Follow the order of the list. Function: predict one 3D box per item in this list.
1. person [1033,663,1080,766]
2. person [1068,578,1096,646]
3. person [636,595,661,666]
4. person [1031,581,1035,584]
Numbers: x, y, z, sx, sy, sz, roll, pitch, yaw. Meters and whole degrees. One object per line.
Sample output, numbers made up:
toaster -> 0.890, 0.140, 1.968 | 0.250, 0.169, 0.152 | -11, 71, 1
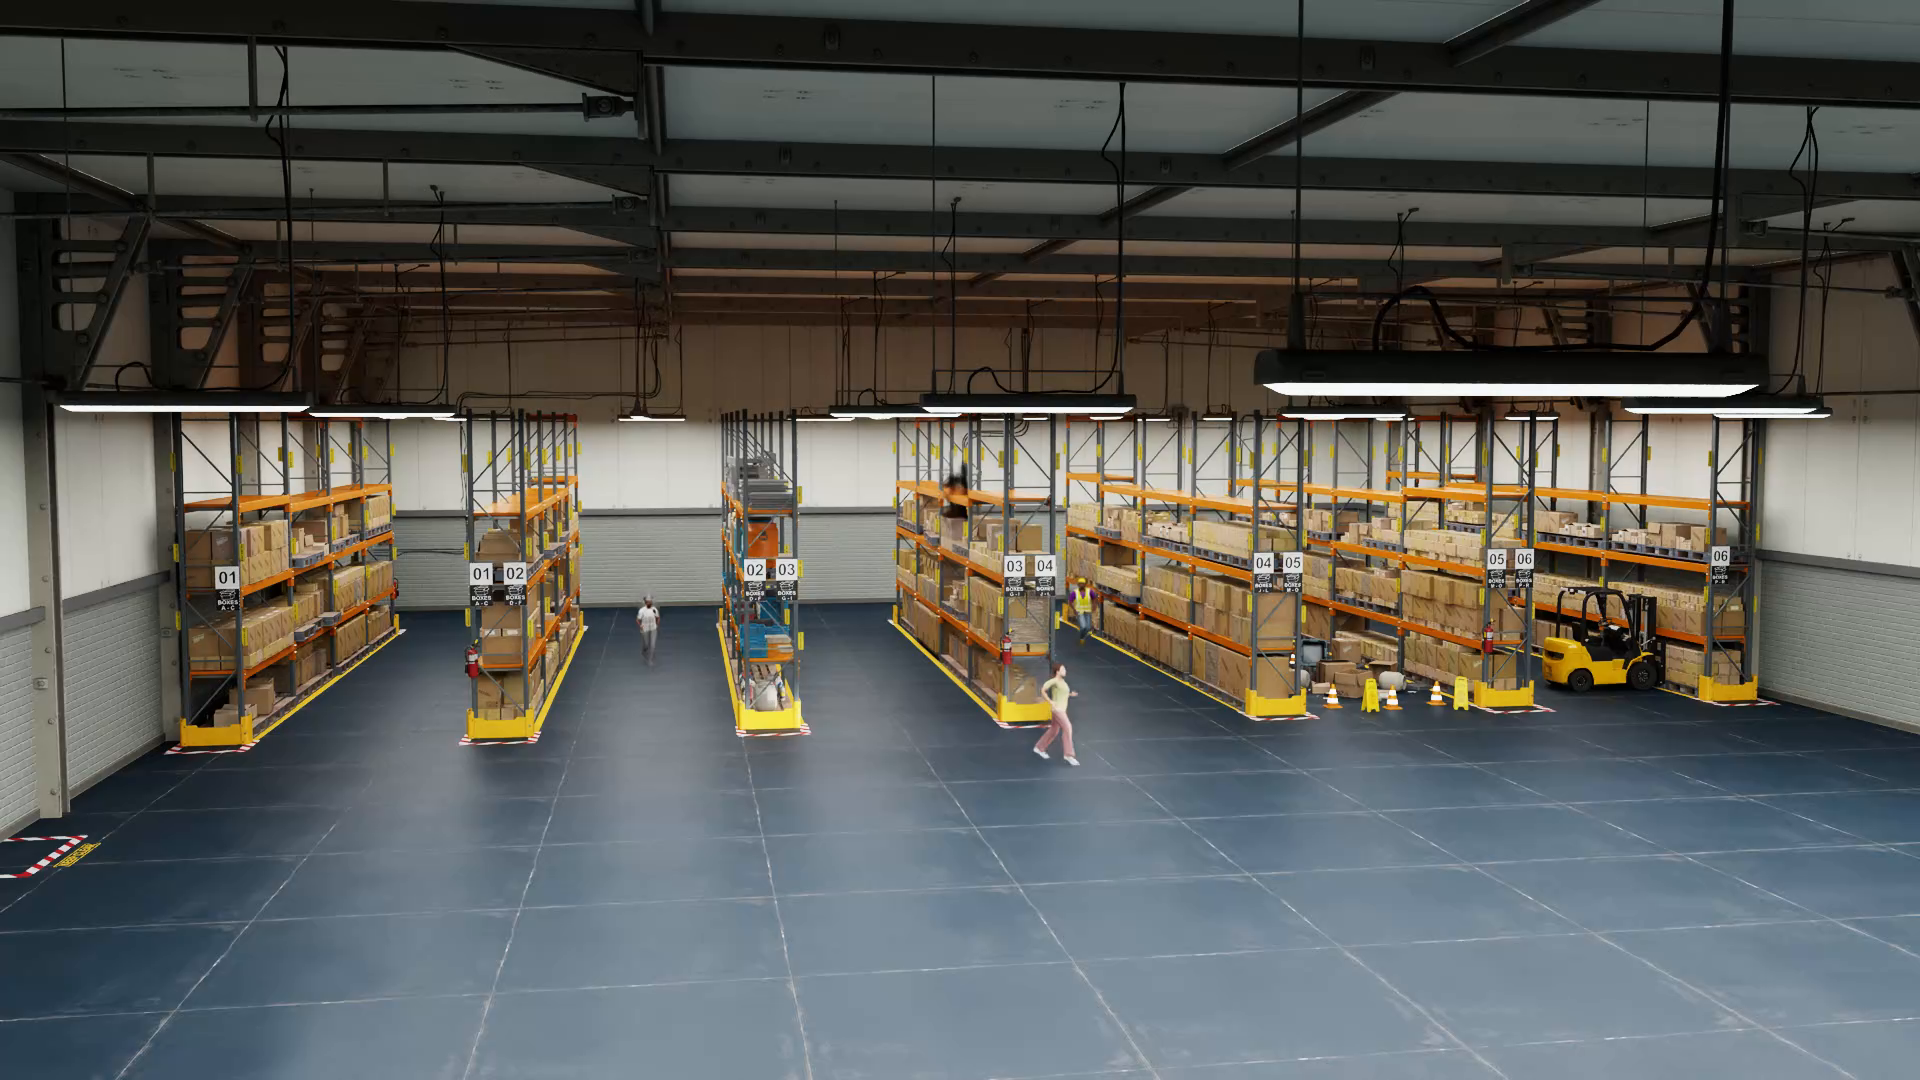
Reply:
person -> 1.640, 2.926, 28.087 | 0.845, 1.715, 0.566 | 1, 4, 17
person -> 3.058, 1.804, 41.377 | 0.699, 1.723, 0.560 | 0, 4, -5
person -> -7.406, 2.144, 39.602 | 0.582, 1.666, 0.672 | -1, 4, -20
person -> 2.216, 1.641, 46.213 | 0.686, 1.742, 0.652 | 0, 4, -1
